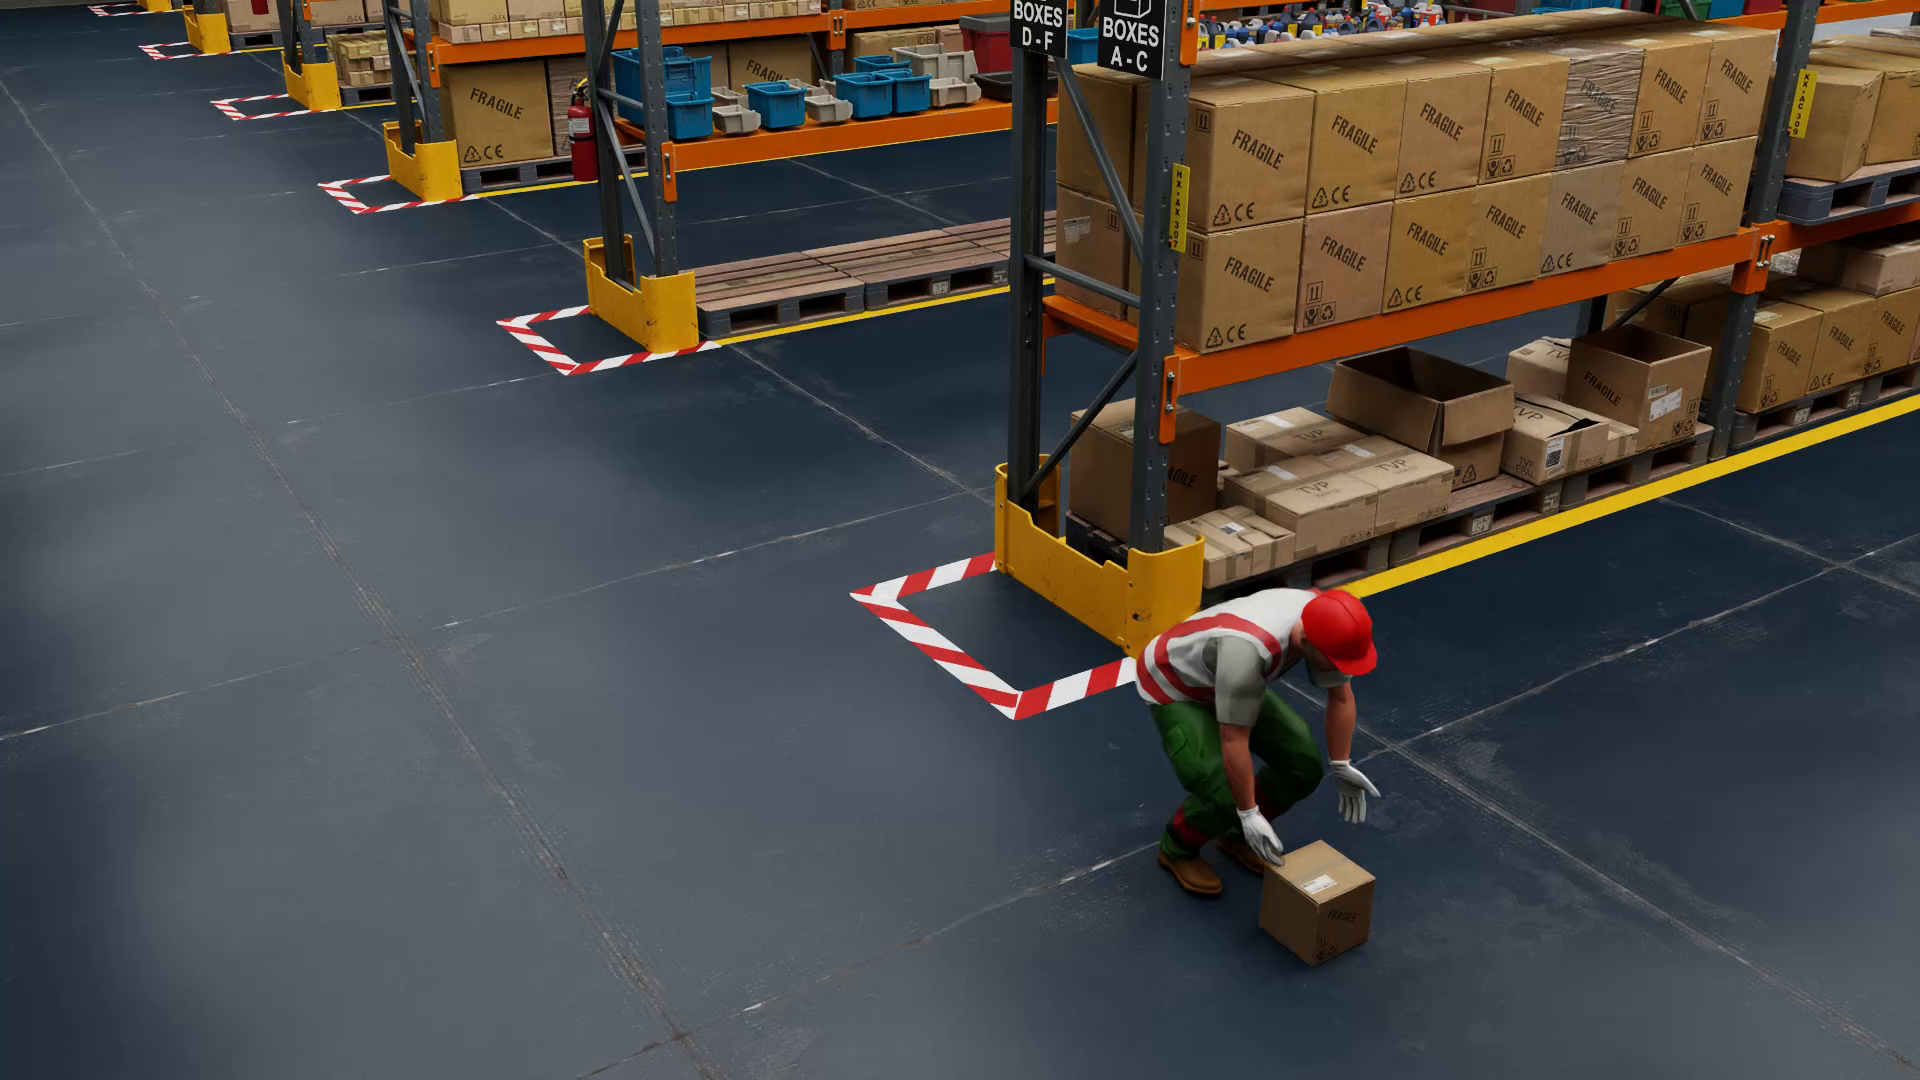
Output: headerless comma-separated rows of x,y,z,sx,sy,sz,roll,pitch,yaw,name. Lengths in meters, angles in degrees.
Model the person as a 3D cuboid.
0.975,0.603,5.480,0.585,1.201,0.845,-15,29,-30,person
